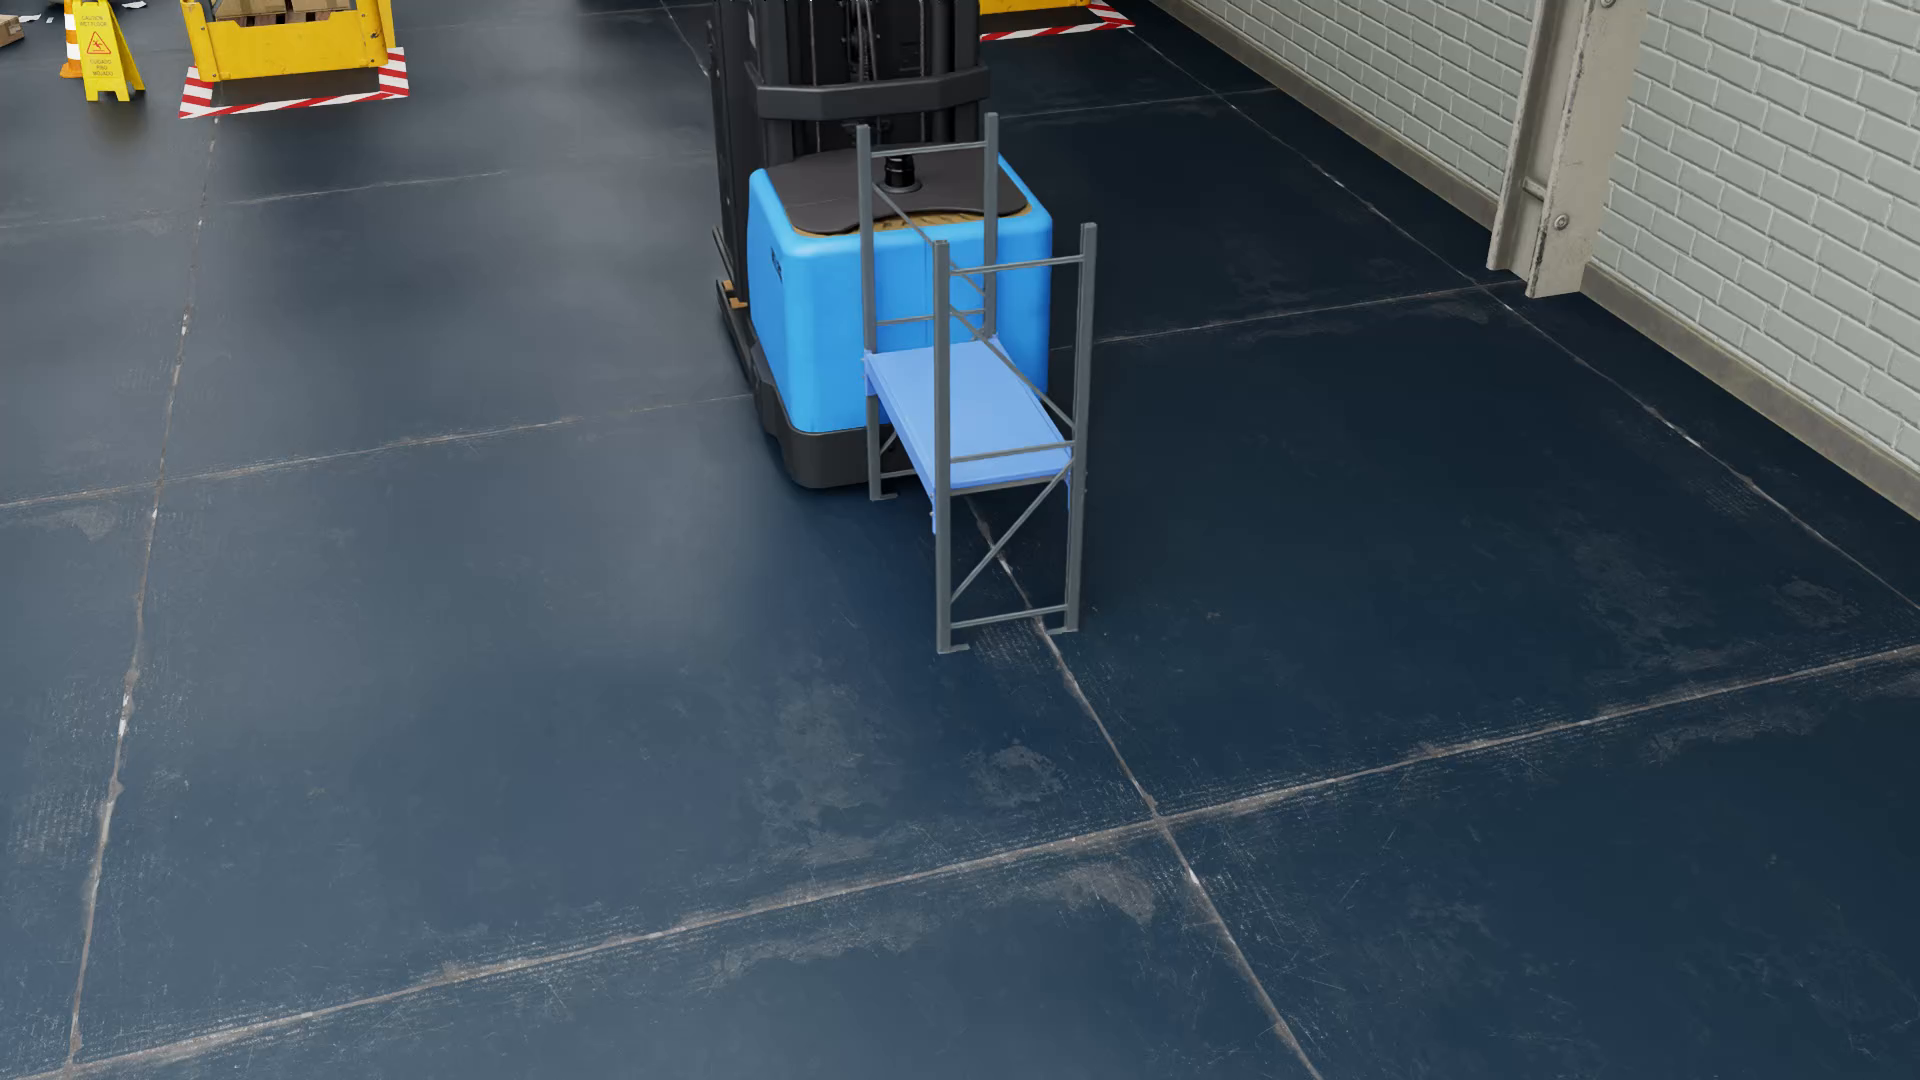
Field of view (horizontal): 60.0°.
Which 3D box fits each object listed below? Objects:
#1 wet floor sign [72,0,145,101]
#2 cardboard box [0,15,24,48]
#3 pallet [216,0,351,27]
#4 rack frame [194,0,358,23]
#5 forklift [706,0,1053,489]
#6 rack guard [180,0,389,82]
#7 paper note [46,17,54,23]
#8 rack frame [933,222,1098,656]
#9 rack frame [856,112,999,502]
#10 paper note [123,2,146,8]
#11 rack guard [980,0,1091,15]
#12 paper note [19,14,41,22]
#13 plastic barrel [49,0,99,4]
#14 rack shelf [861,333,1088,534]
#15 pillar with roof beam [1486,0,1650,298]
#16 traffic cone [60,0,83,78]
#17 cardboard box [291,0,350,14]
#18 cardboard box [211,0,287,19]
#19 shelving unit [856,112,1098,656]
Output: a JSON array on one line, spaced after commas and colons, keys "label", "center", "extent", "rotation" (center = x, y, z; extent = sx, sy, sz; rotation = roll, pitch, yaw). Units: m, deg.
[{"label": "wet floor sign", "center": [-5.326, -3.080, 10.326], "extent": [0.267, 0.644, 0.232], "rotation": [1, 33, 2]}, {"label": "cardboard box", "center": [-6.689, -3.501, 11.413], "extent": [0.380, 0.149, 0.250], "rotation": [7, 34, 10]}, {"label": "pallet", "center": [-4.603, -3.651, 11.584], "extent": [1.003, 0.211, 1.213], "rotation": [-10, 35, -15]}, {"label": "rack frame", "center": [-4.365, -4.342, 10.100], "extent": [1.000, 3.000, 0.127], "rotation": [-10, 35, -15]}, {"label": "forklift", "center": [-0.521, -2.229, 6.964], "extent": [1.130, 2.935, 3.031], "rotation": [-9, 34, -13]}, {"label": "rack guard", "center": [-4.389, -3.339, 10.849], "extent": [1.175, 0.500, 0.348], "rotation": [-10, 35, -15]}, {"label": "paper note", "center": [-6.484, -3.705, 11.847], "extent": [0.032, 0.001, 0.123], "rotation": [-10, 35, -15]}, {"label": "rack frame", "center": [0.165, -0.278, 5.310], "extent": [0.500, 1.500, 0.032], "rotation": [-9, 34, -13]}, {"label": "rack frame", "center": [-0.110, -0.817, 6.126], "extent": [0.500, 1.500, 0.032], "rotation": [-9, 34, -13]}, {"label": "paper note", "center": [-6.029, -3.915, 12.148], "extent": [0.142, 0.019, 0.148], "rotation": [-23, 40, -31]}, {"label": "rack guard", "center": [0.368, -4.123, 12.036], "extent": [1.175, 0.500, 0.348], "rotation": [-10, 35, -15]}, {"label": "paper note", "center": [-6.666, -3.731, 11.879], "extent": [0.148, 0.019, 0.142], "rotation": [1, 33, 2]}, {"label": "plastic barrel", "center": [-6.437, -4.097, 12.066], "extent": [0.512, 0.421, 0.421], "rotation": [13, 36, 18]}, {"label": "rack shelf", "center": [0.028, -0.397, 5.817], "extent": [0.538, 0.185, 1.000], "rotation": [-9, 34, -13]}, {"label": "pillar with roof beam", "center": [-1.263, -4.324, 4.632], "extent": [9.100, 9.000, 0.400], "rotation": [-10, 35, -15]}, {"label": "traffic cone", "center": [-5.725, -3.292, 10.813], "extent": [0.336, 0.463, 0.334], "rotation": [-10, 35, -15]}, {"label": "cardboard box", "center": [-4.348, -3.840, 11.453], "extent": [0.500, 0.250, 0.500], "rotation": [-10, 35, -15]}, {"label": "cardboard box", "center": [-4.875, -3.762, 11.335], "extent": [0.500, 0.250, 0.500], "rotation": [-10, 35, -15]}, {"label": "shelving unit", "center": [0.028, -0.547, 5.718], "extent": [0.538, 1.500, 1.048], "rotation": [-9, 34, -13]}]
